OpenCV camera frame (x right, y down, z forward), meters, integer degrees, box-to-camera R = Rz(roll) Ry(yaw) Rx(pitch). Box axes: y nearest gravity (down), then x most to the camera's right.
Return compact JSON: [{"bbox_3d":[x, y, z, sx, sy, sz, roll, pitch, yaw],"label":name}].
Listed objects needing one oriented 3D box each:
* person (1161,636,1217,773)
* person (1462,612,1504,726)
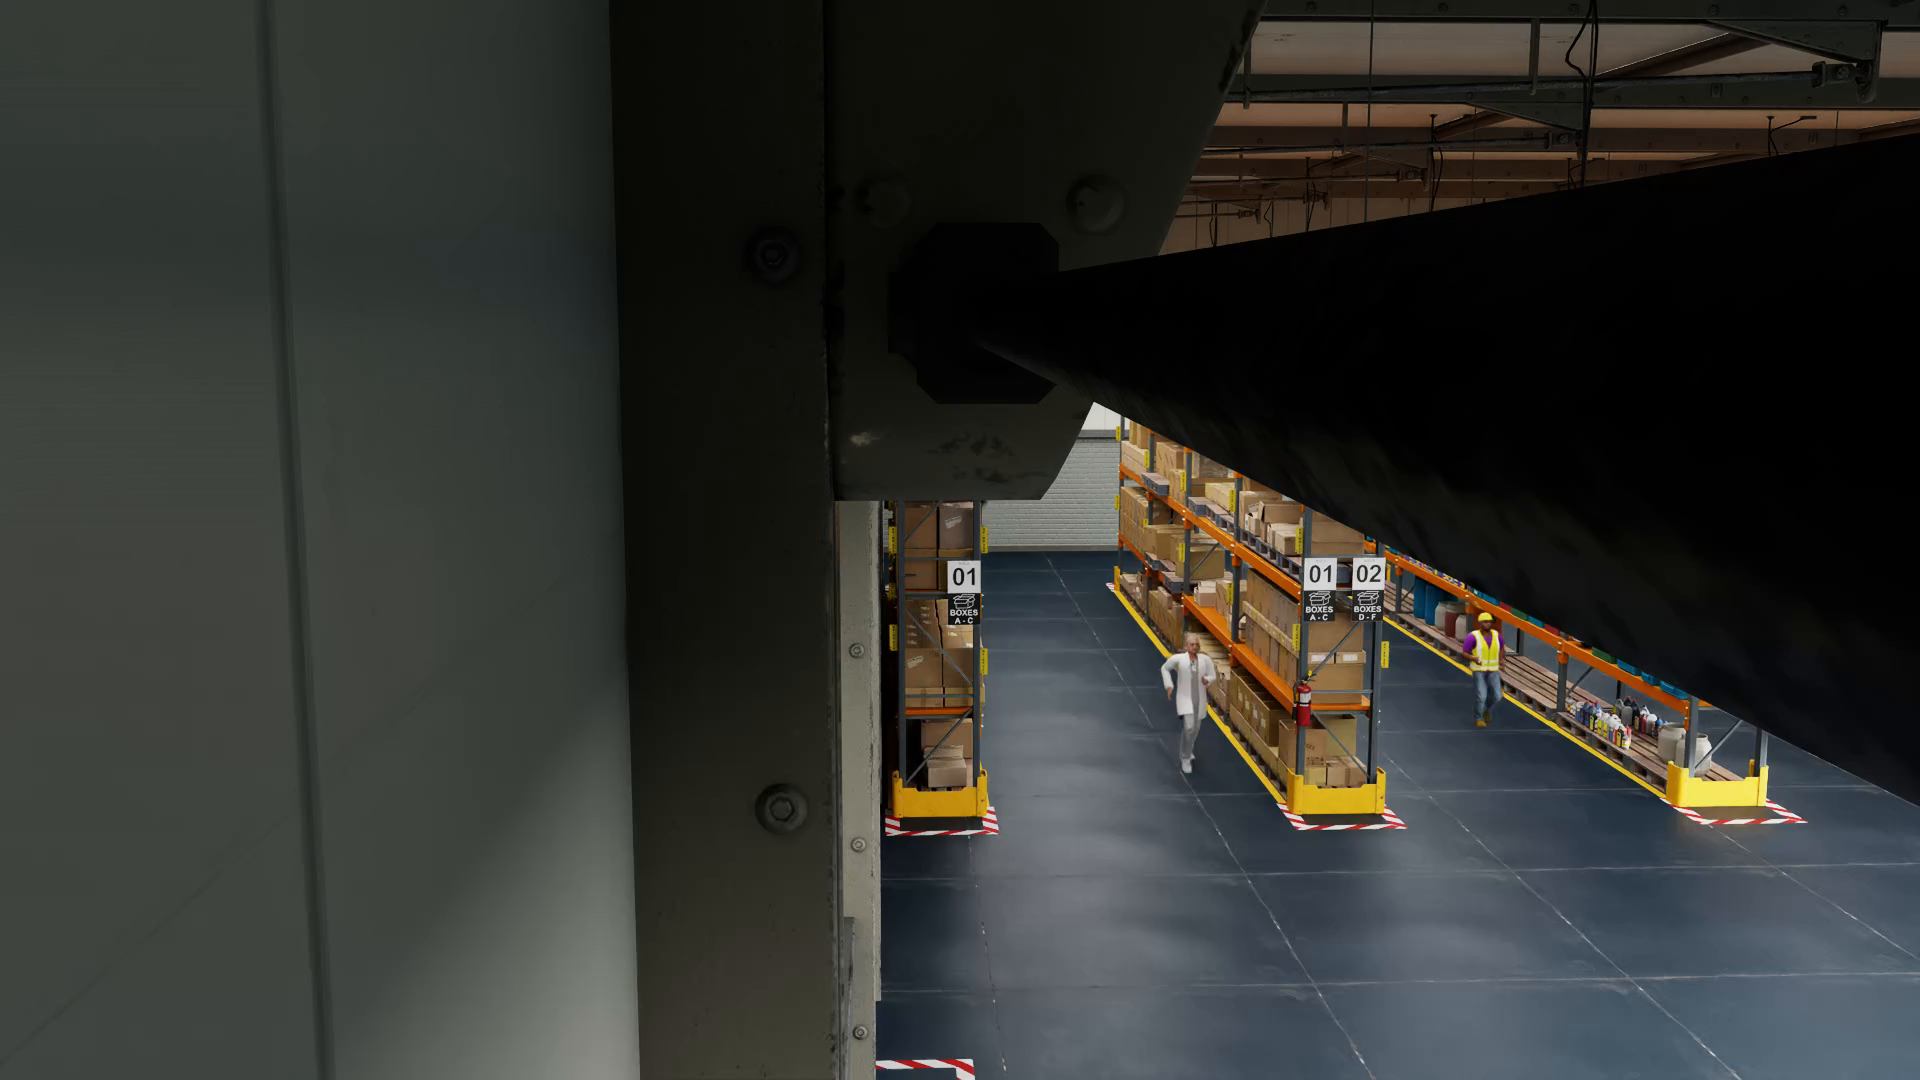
[{"bbox_3d":[3.132,2.213,22.568,0.675,1.846,0.829,-2,8,-14],"label":"person"},{"bbox_3d":[7.801,1.934,24.631,0.688,1.721,0.582,0,8,-3],"label":"person"}]
